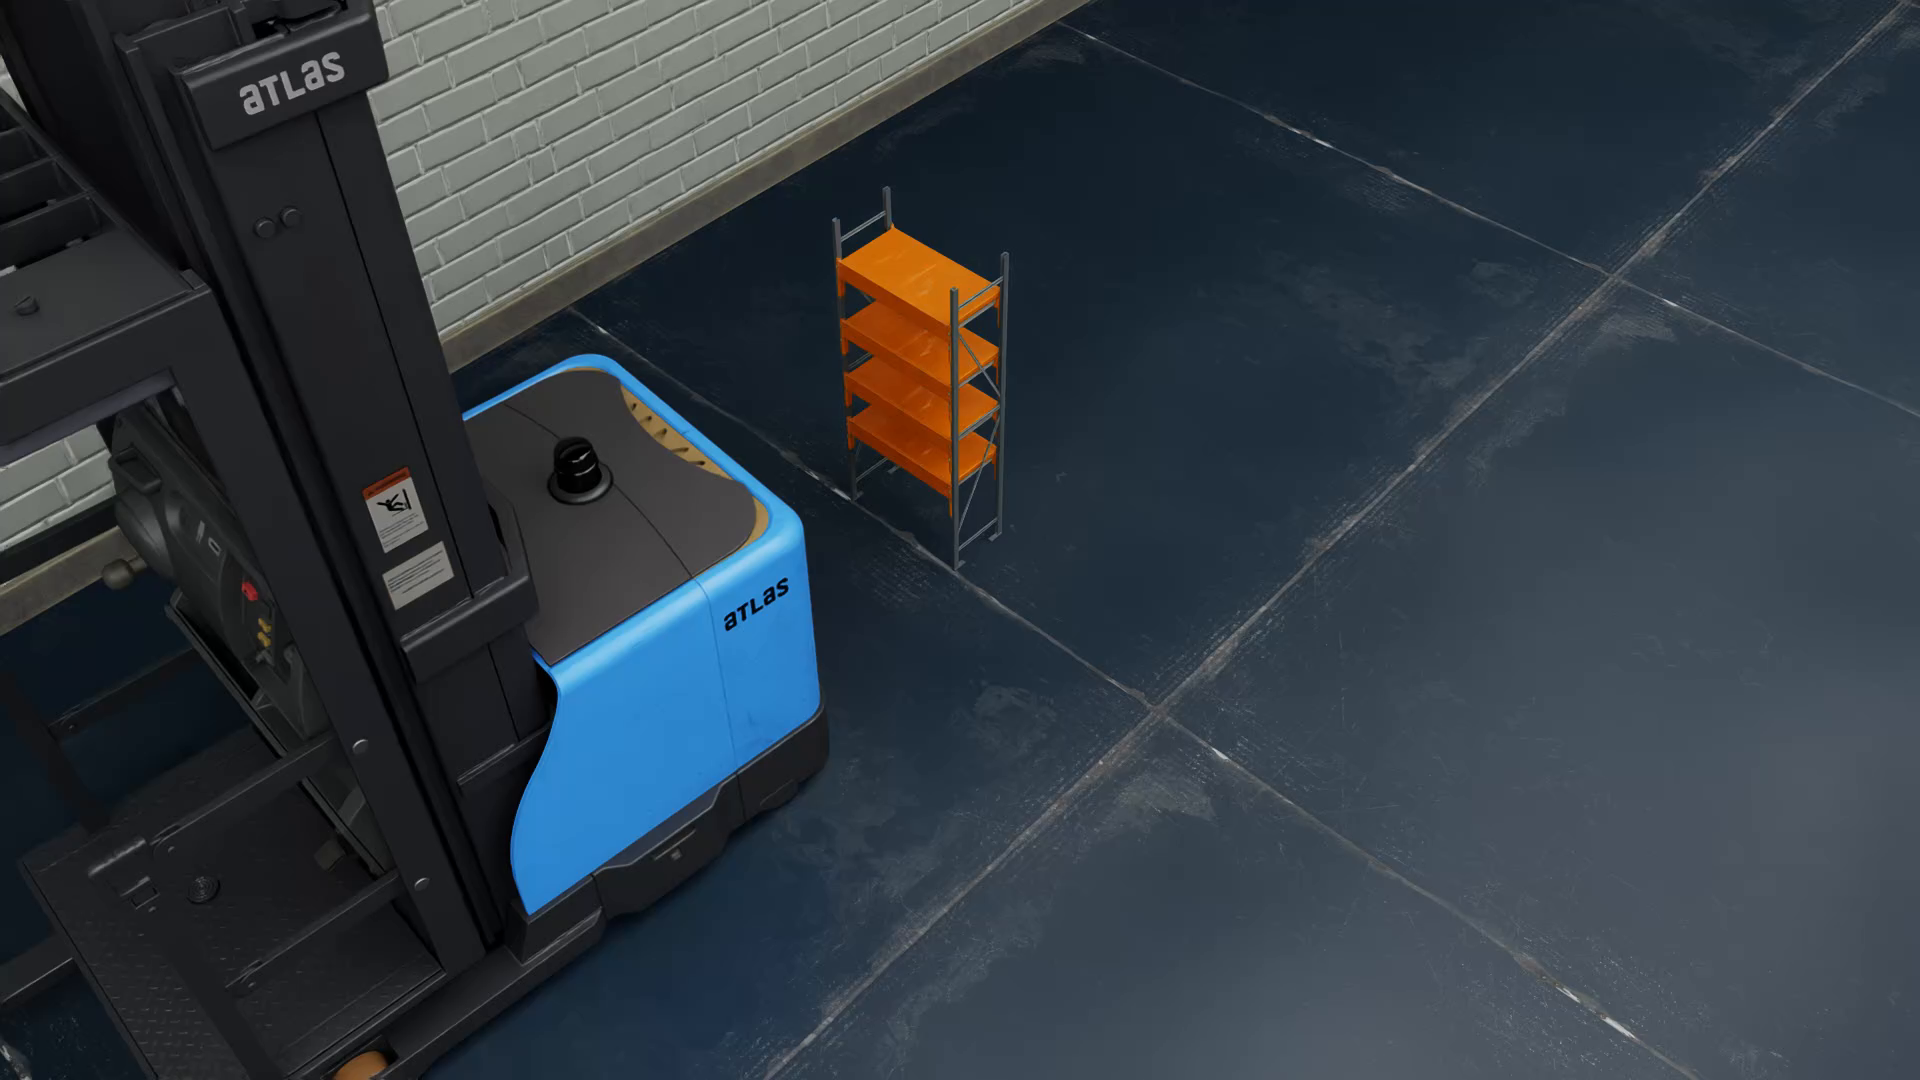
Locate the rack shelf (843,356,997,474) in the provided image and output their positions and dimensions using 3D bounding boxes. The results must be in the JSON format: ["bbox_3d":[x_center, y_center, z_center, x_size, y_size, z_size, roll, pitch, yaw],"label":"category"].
[{"bbox_3d":[-0.122,-0.446,5.438,0.480,0.148,0.258,34,55,28],"label":"rack shelf"}]

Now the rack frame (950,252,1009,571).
[{"bbox_3d":[0.058,-0.372,5.276,0.015,1.200,0.240,34,55,28],"label":"rack frame"}]

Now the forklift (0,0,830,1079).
[{"bbox_3d":[-1.818,0.154,3.595,3.031,2.935,1.130,-34,55,-28],"label":"forklift"}]

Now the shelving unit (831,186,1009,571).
[{"bbox_3d":[-0.122,-0.493,5.389,0.503,1.200,0.258,34,55,28],"label":"shelving unit"}]

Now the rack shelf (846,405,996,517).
[{"bbox_3d":[-0.122,-0.311,5.583,0.480,0.148,0.258,34,55,28],"label":"rack shelf"}]

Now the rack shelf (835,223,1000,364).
[{"bbox_3d":[-0.122,-0.762,5.103,0.480,0.148,0.258,34,55,28],"label":"rack shelf"}]

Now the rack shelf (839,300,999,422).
[{"bbox_3d":[-0.122,-0.600,5.275,0.480,0.148,0.258,34,55,28],"label":"rack shelf"}]

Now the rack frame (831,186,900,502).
[{"bbox_3d":[-0.301,-0.613,5.503,0.015,1.200,0.240,34,55,28],"label":"rack frame"}]
